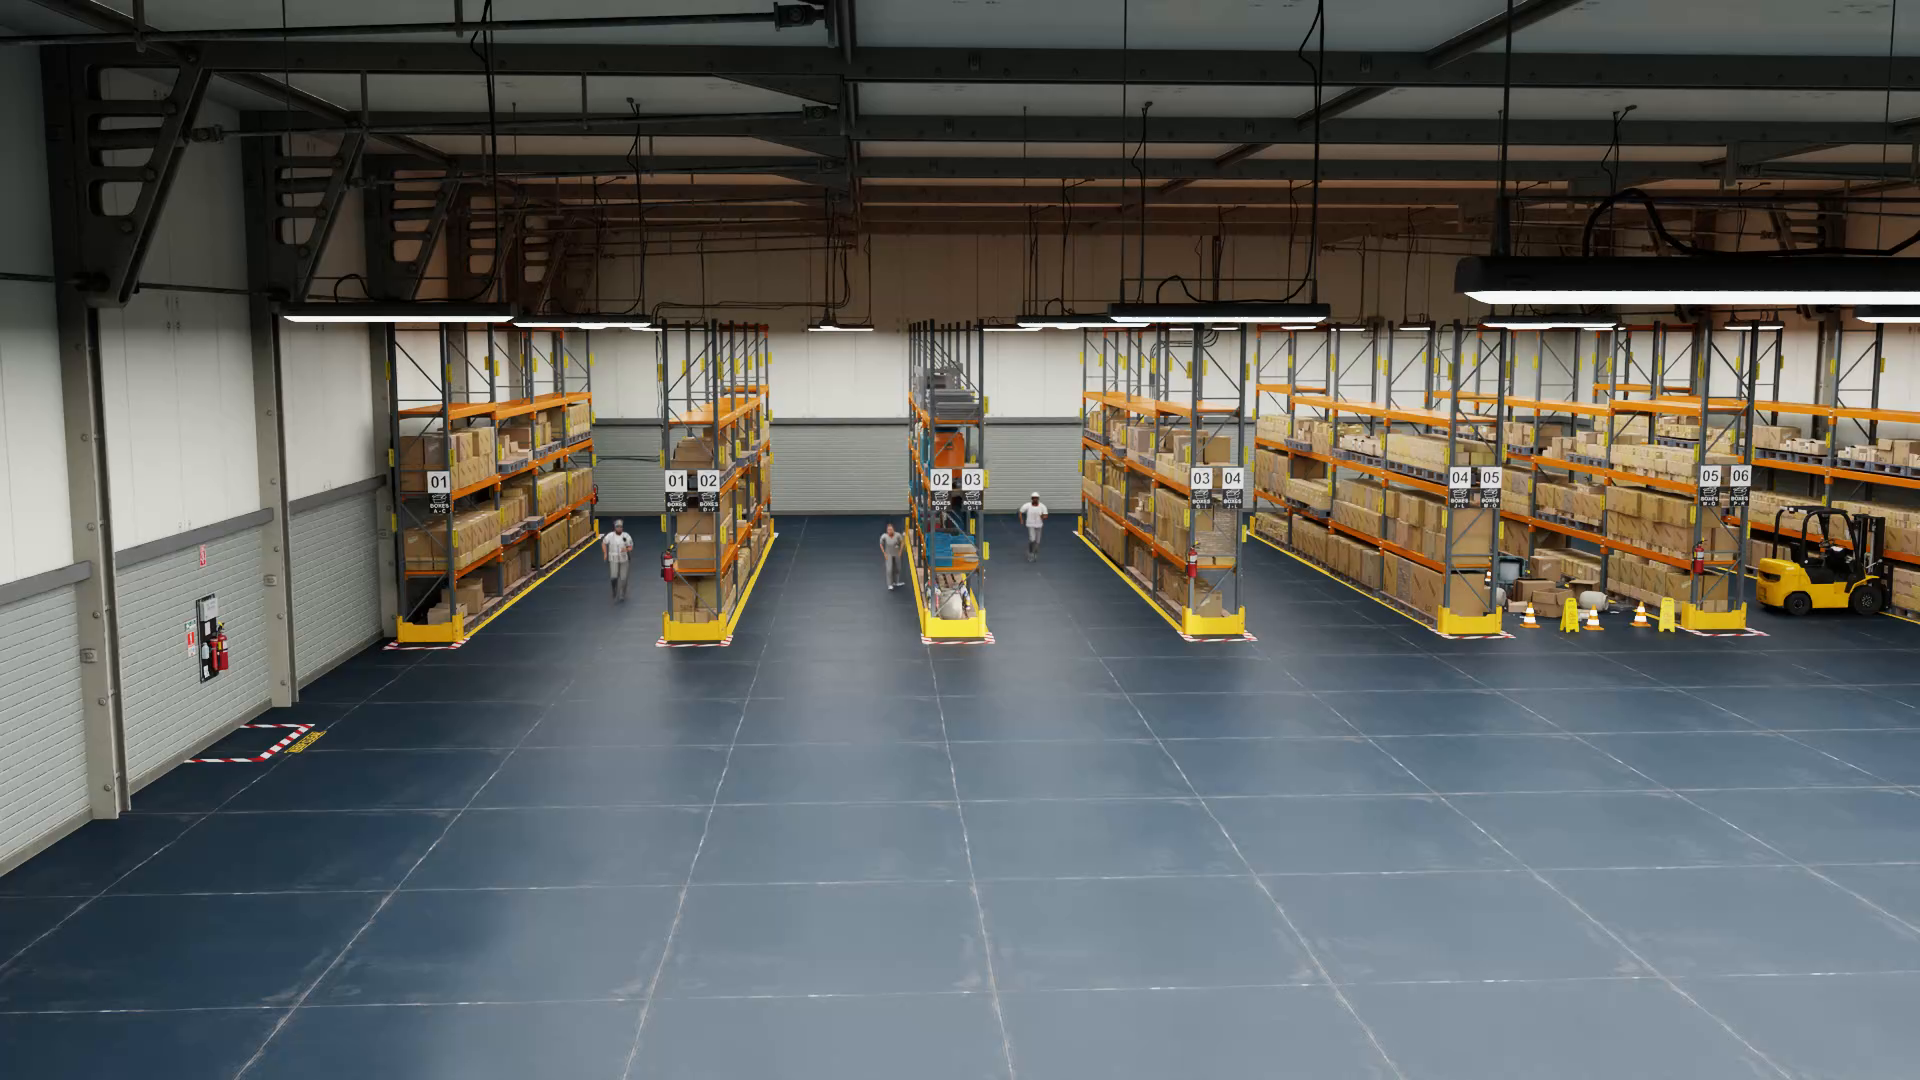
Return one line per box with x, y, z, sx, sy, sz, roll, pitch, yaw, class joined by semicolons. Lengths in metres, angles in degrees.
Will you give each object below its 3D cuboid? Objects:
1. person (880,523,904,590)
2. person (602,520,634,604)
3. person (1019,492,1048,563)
-1.519;0.358;37.492;0.637;1.511;0.801;-2;7;-17;person
-7.298;0.471;35.531;0.658;1.820;0.726;-2;7;-13;person
1.876;-0.310;41.817;0.673;1.787;0.726;-2;7;-13;person
